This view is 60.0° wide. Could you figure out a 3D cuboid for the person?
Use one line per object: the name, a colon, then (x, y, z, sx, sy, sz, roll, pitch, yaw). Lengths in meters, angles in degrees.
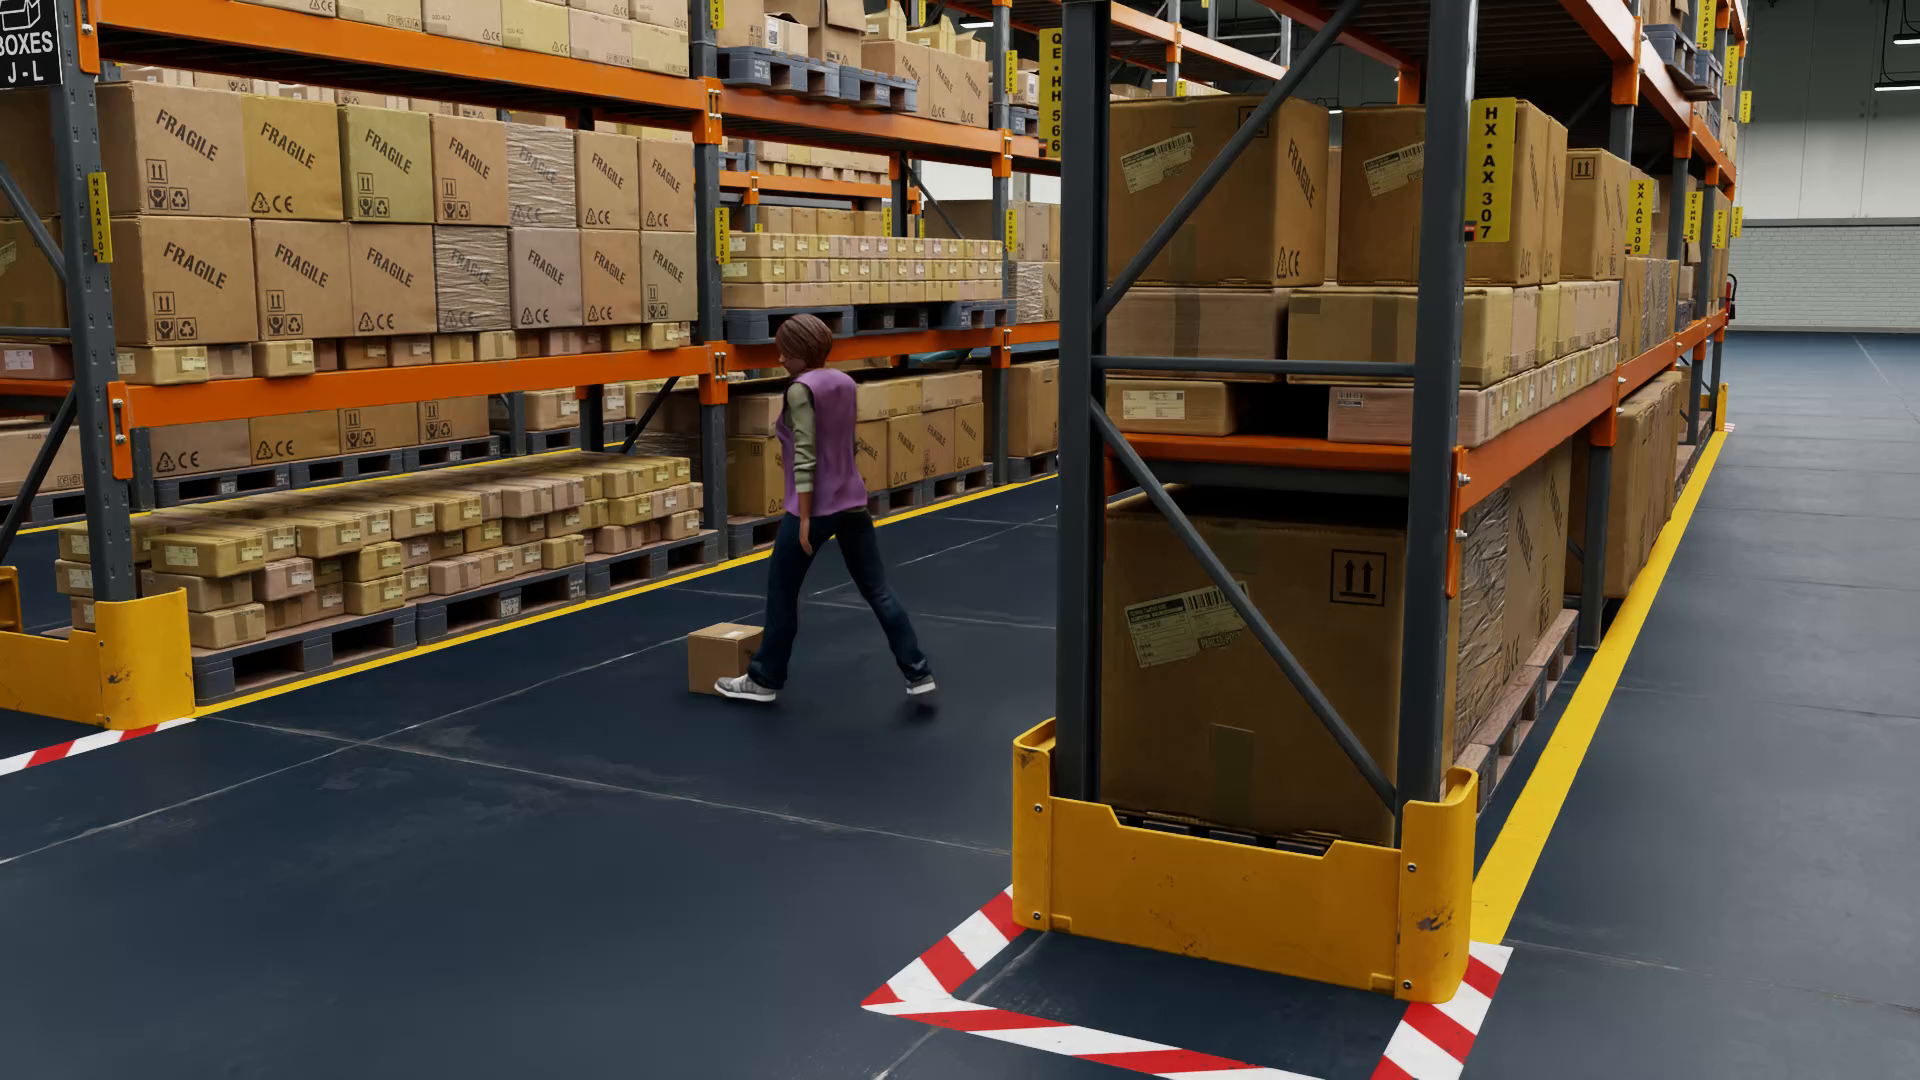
person: (-0.516, -0.122, 6.644, 0.848, 1.553, 0.552, 7, 12, 37)
